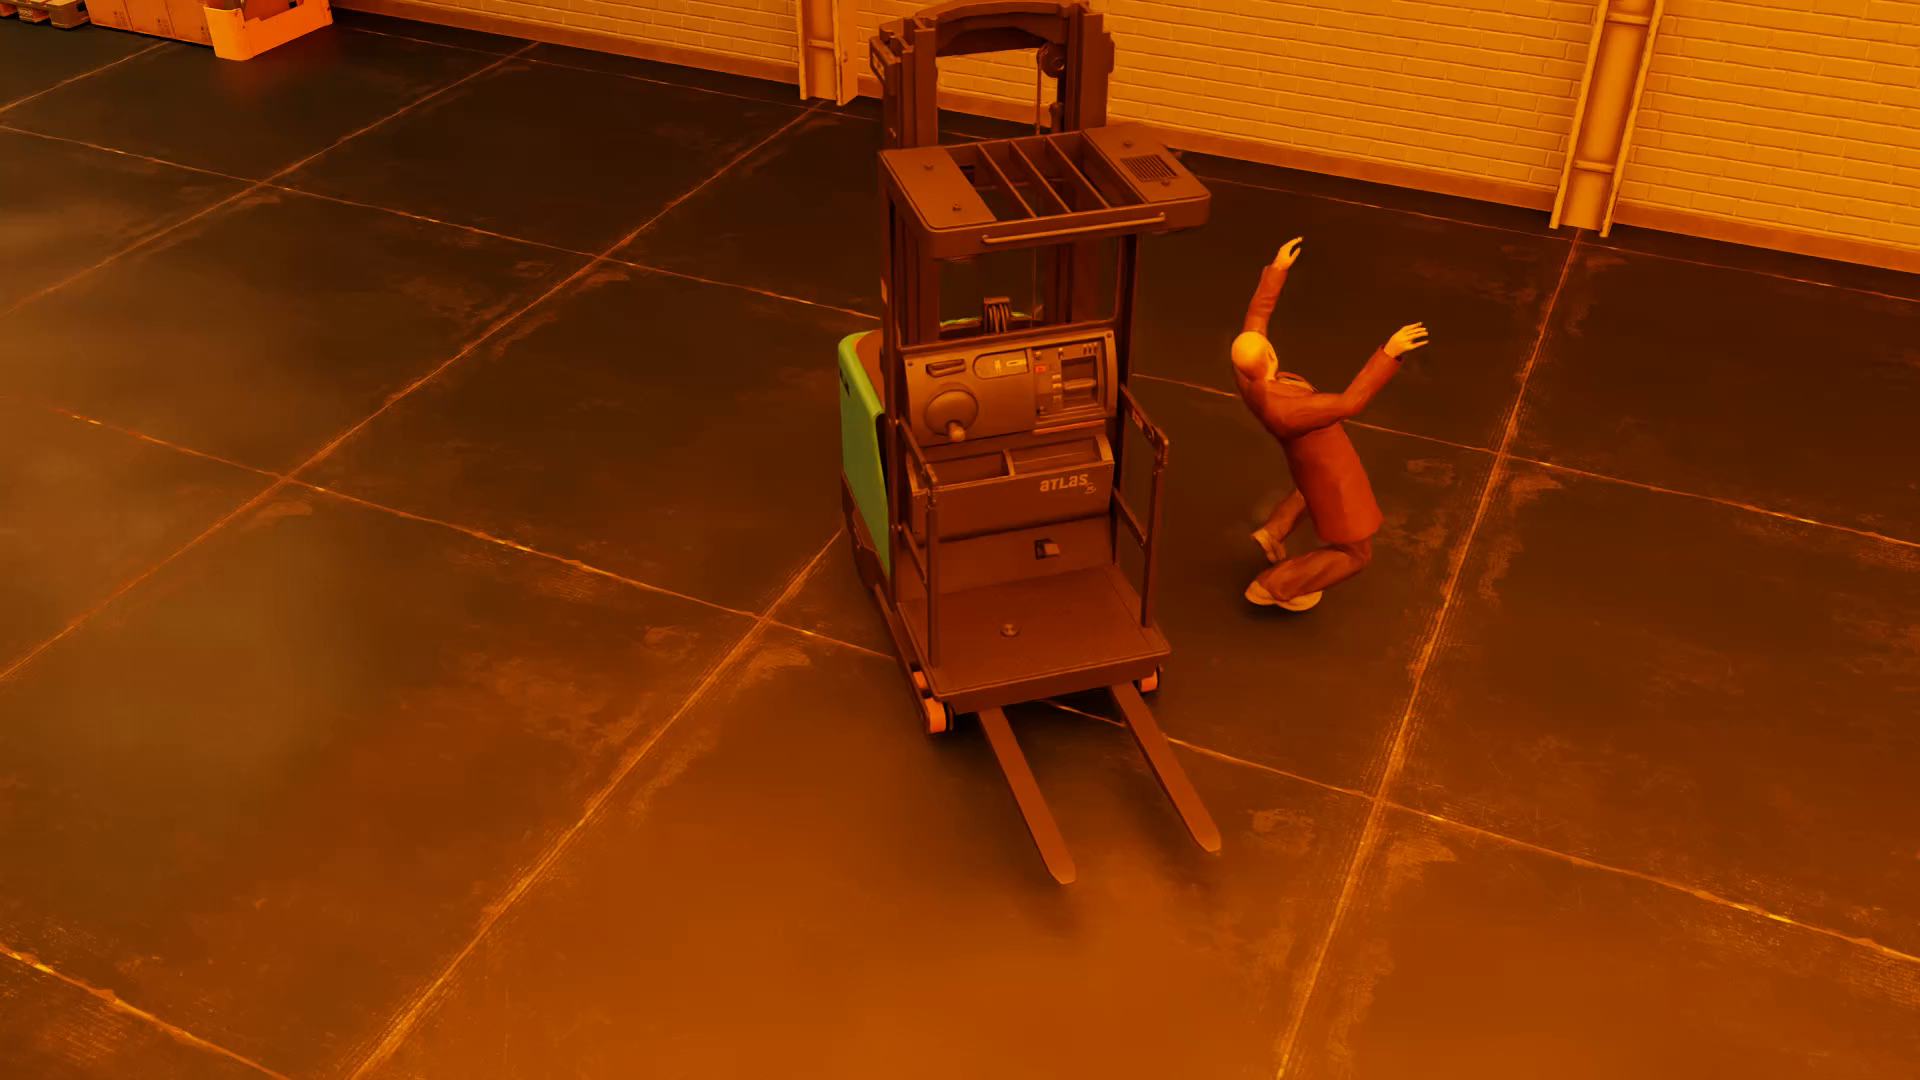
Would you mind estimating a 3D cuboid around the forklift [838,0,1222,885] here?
[{"bbox_3d":[0.285,-0.588,6.911,1.130,2.935,3.031,-10,37,-13],"label":"forklift"}]

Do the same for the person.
[{"bbox_3d":[1.588,-0.446,7.817,0.768,1.693,1.011,-7,36,-10],"label":"person"}]
